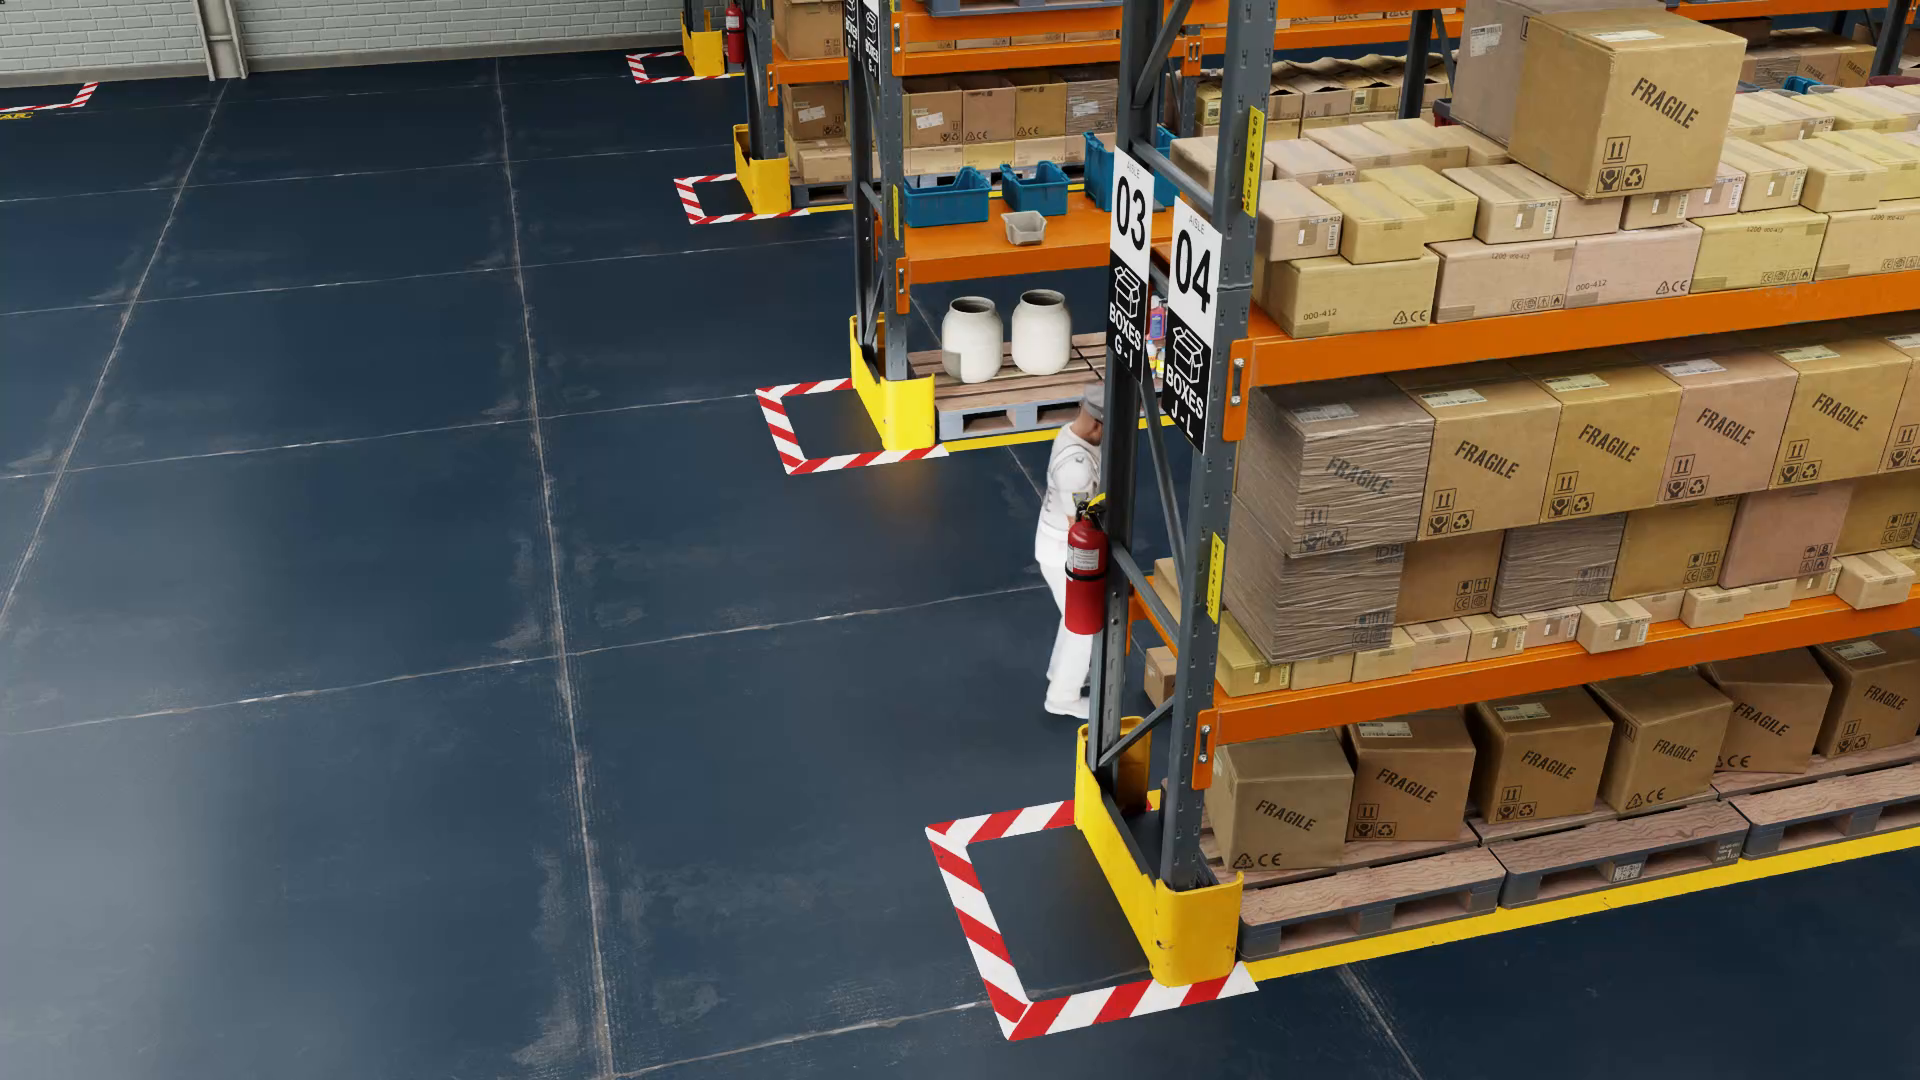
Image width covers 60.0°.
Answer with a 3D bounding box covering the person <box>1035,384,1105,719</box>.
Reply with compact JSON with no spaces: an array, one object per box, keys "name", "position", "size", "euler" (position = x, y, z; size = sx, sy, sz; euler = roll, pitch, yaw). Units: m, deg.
[{"name":"person","position":[0.592,0.047,8.195],"size":[0.440,1.722,0.547],"euler":[3,30,5]}]
